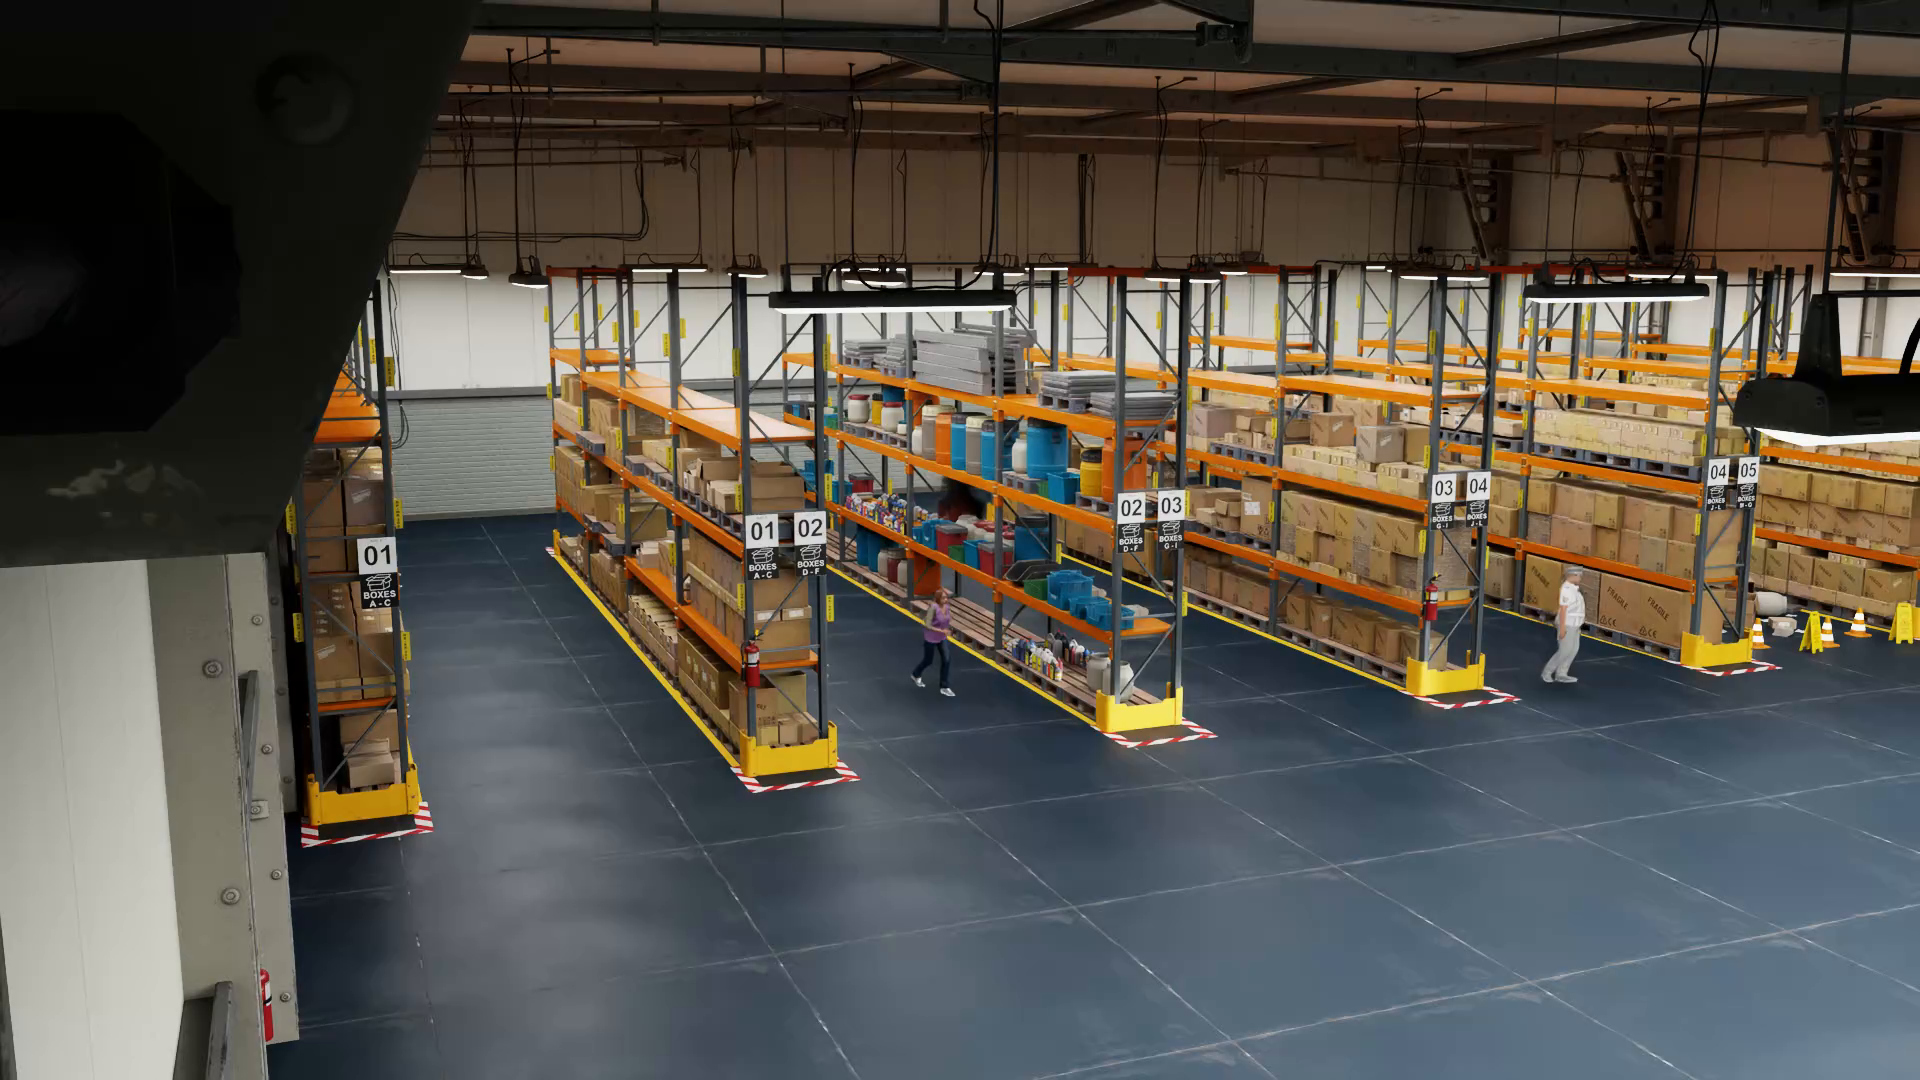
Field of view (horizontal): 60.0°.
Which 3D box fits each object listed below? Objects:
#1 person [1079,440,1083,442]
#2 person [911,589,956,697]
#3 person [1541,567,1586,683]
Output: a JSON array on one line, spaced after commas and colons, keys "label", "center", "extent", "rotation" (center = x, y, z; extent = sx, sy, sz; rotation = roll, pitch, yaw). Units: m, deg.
[{"label": "person", "center": [2.917, -1.462, 40.817], "extent": [0.692, 1.508, 0.862], "rotation": [-5, 11, -25]}, {"label": "person", "center": [-0.382, 1.439, 23.886], "extent": [0.533, 1.567, 0.884], "rotation": [-8, 13, -39]}, {"label": "person", "center": [8.890, 1.255, 24.473], "extent": [0.531, 1.729, 0.665], "rotation": [6, 11, 29]}]
